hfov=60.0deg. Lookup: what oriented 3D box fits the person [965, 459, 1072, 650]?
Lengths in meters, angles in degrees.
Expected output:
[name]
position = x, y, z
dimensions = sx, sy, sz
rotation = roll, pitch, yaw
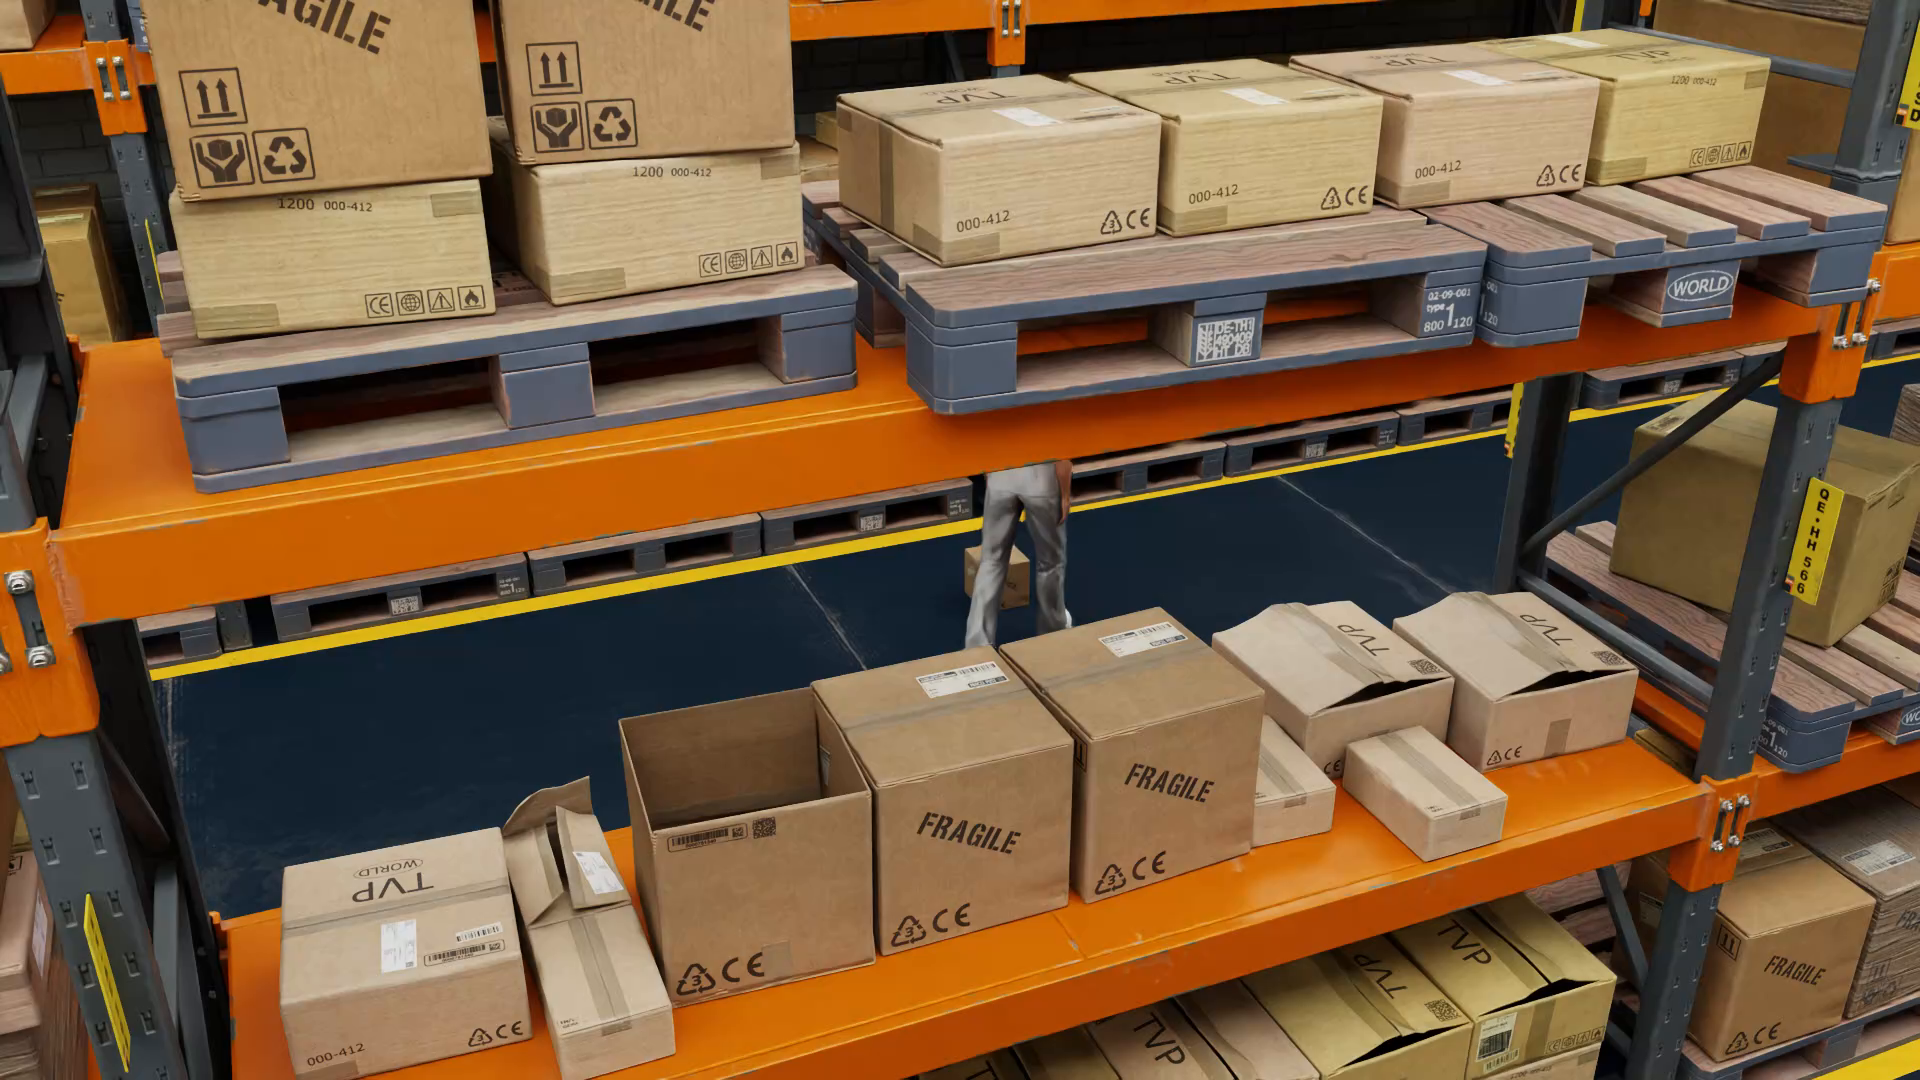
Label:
[person]
position = 0.293, -0.218, 7.549
dimensions = 0.449, 1.667, 0.680
rotation = 9, 27, 17
